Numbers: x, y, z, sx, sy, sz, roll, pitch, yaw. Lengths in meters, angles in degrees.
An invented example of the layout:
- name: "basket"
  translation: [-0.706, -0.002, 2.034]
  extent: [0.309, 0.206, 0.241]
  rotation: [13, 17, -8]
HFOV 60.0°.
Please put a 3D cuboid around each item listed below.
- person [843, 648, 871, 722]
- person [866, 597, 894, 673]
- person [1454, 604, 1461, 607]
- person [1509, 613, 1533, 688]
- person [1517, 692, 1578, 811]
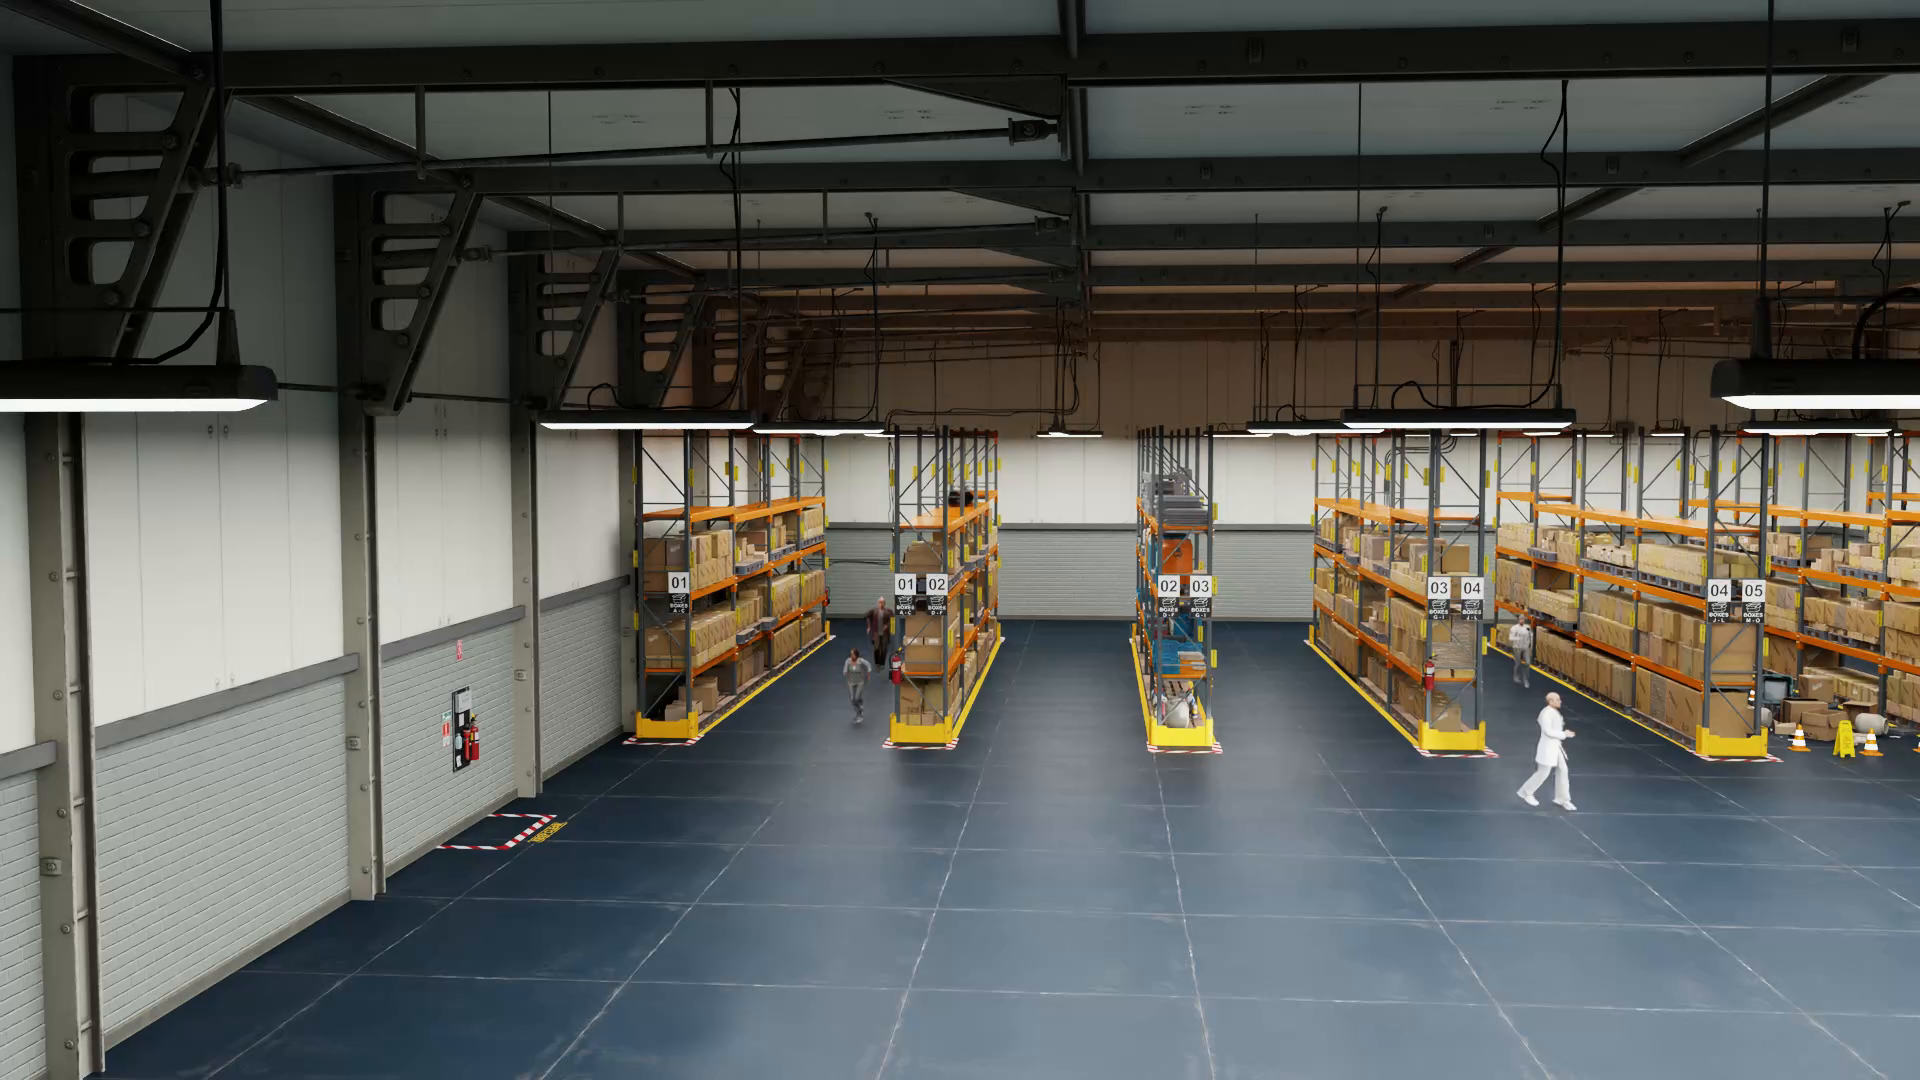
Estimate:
- name: "person"
  translation: [-2.102, 2.941, 33.619]
  extent: [0.517, 1.531, 0.640]
  rotation: [1, 4, 13]
- name: "person"
  translation: [-1.879, 2.255, 39.255]
  extent: [0.673, 1.803, 0.808]
  rotation: [0, 3, -3]
- name: "person"
  translation: [13.799, 2.091, 46.125]
  extent: [0.675, 1.761, 0.779]
  rotation: [2, 4, 24]
- name: "person"
  translation: [13.059, 2.560, 38.688]
  extent: [0.594, 1.753, 0.753]
  rotation: [0, 3, 6]
- name: "person"
  translation: [9.146, 3.279, 25.849]
  extent: [0.890, 1.842, 0.737]
  rotation: [2, 4, 33]
